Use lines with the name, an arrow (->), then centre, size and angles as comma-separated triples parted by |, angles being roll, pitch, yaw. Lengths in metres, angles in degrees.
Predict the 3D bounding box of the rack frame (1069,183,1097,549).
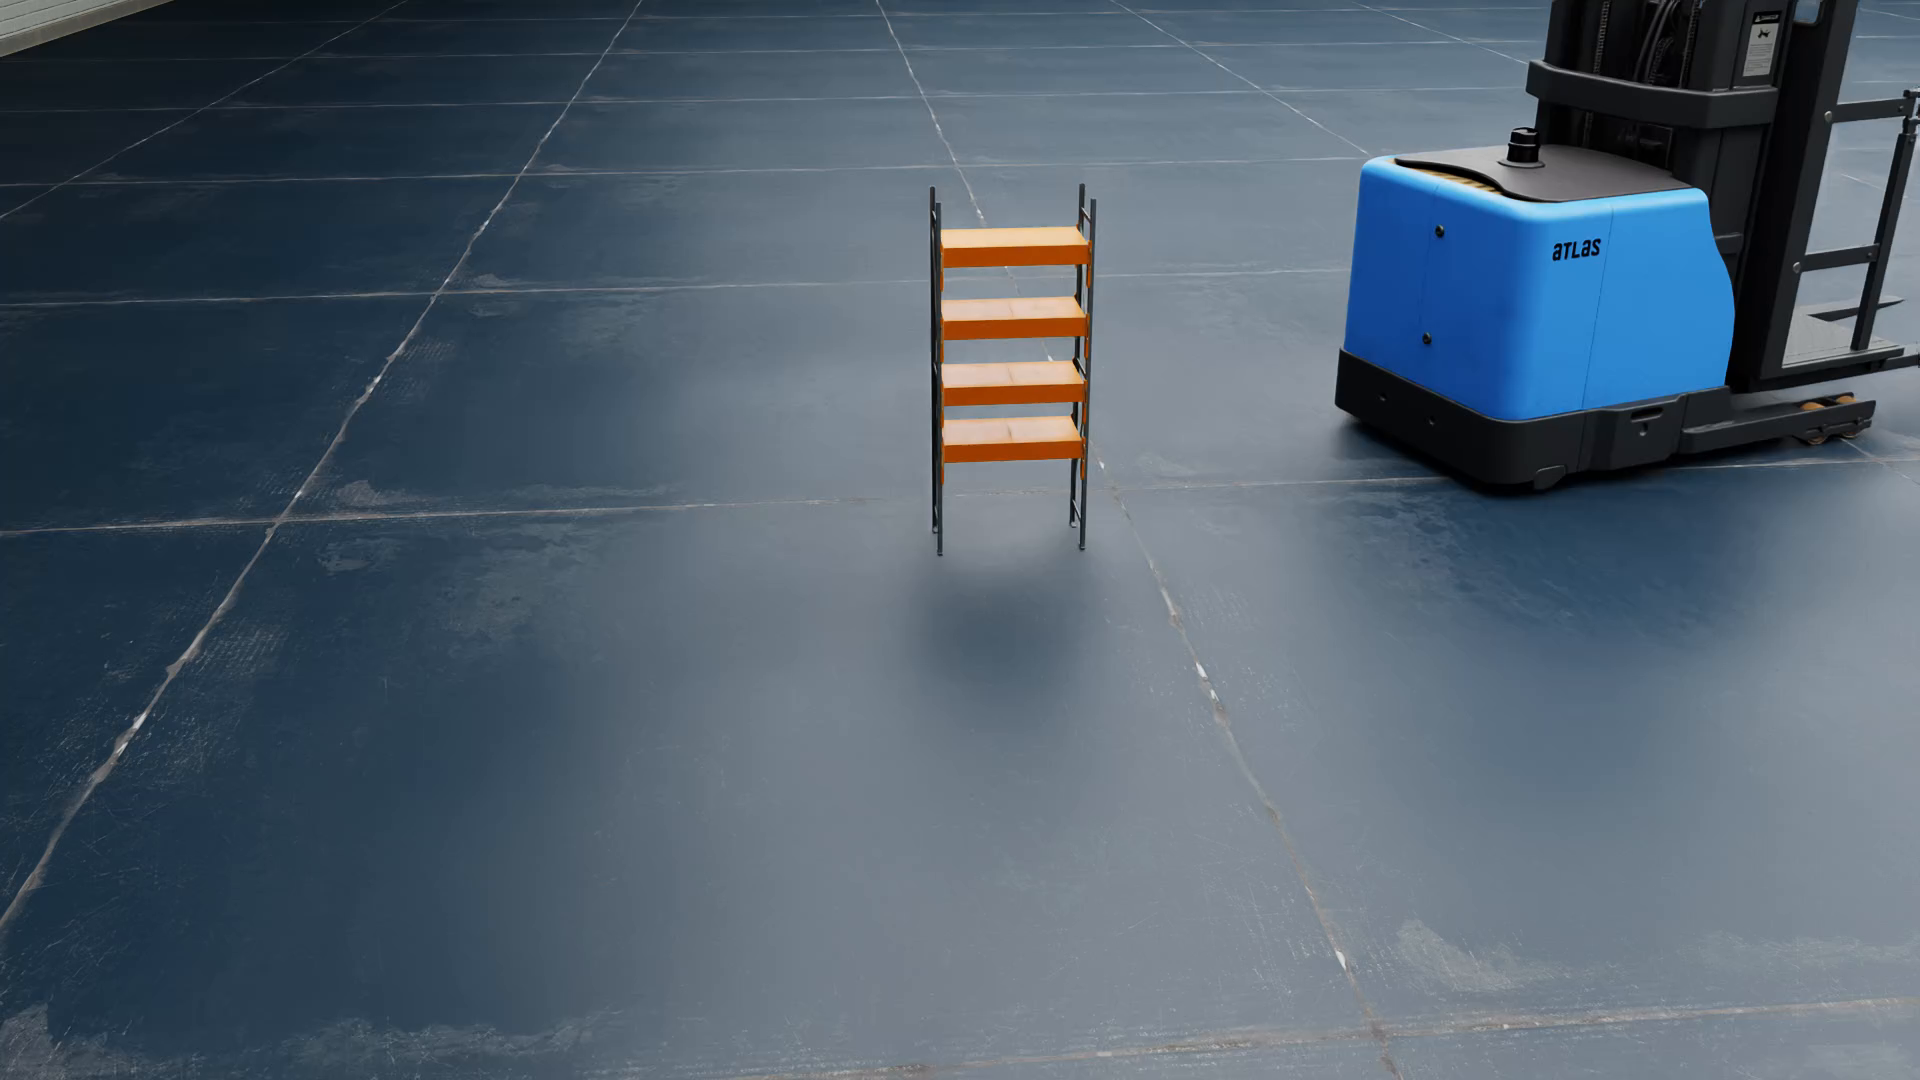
rack frame -> 0.408, -0.565, 5.543 | 0.015, 1.200, 0.240 | -2, 24, -5

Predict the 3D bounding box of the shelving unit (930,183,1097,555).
shelving unit -> 0.165, -0.555, 5.521 | 0.503, 1.200, 0.258 | -2, 24, -5

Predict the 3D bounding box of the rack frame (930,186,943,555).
rack frame -> -0.078, -0.545, 5.499 | 0.015, 1.200, 0.240 | -2, 24, -5

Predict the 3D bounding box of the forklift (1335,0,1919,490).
forklift -> 3.102, -1.902, 6.420 | 3.031, 2.935, 1.130 | -10, 26, -22

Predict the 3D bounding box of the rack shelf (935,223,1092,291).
rack shelf -> 0.165, -0.914, 5.362 | 0.480, 0.148, 0.258 | -2, 24, -5

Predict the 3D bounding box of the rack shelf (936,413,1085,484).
rack shelf -> 0.165, -0.312, 5.629 | 0.480, 0.148, 0.258 | -2, 24, -5

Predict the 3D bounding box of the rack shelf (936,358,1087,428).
rack shelf -> 0.165, -0.493, 5.548 | 0.480, 0.148, 0.258 | -2, 24, -5

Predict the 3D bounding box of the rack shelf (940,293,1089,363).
rack shelf -> 0.165, -0.698, 5.458 | 0.480, 0.148, 0.258 | -2, 24, -5
